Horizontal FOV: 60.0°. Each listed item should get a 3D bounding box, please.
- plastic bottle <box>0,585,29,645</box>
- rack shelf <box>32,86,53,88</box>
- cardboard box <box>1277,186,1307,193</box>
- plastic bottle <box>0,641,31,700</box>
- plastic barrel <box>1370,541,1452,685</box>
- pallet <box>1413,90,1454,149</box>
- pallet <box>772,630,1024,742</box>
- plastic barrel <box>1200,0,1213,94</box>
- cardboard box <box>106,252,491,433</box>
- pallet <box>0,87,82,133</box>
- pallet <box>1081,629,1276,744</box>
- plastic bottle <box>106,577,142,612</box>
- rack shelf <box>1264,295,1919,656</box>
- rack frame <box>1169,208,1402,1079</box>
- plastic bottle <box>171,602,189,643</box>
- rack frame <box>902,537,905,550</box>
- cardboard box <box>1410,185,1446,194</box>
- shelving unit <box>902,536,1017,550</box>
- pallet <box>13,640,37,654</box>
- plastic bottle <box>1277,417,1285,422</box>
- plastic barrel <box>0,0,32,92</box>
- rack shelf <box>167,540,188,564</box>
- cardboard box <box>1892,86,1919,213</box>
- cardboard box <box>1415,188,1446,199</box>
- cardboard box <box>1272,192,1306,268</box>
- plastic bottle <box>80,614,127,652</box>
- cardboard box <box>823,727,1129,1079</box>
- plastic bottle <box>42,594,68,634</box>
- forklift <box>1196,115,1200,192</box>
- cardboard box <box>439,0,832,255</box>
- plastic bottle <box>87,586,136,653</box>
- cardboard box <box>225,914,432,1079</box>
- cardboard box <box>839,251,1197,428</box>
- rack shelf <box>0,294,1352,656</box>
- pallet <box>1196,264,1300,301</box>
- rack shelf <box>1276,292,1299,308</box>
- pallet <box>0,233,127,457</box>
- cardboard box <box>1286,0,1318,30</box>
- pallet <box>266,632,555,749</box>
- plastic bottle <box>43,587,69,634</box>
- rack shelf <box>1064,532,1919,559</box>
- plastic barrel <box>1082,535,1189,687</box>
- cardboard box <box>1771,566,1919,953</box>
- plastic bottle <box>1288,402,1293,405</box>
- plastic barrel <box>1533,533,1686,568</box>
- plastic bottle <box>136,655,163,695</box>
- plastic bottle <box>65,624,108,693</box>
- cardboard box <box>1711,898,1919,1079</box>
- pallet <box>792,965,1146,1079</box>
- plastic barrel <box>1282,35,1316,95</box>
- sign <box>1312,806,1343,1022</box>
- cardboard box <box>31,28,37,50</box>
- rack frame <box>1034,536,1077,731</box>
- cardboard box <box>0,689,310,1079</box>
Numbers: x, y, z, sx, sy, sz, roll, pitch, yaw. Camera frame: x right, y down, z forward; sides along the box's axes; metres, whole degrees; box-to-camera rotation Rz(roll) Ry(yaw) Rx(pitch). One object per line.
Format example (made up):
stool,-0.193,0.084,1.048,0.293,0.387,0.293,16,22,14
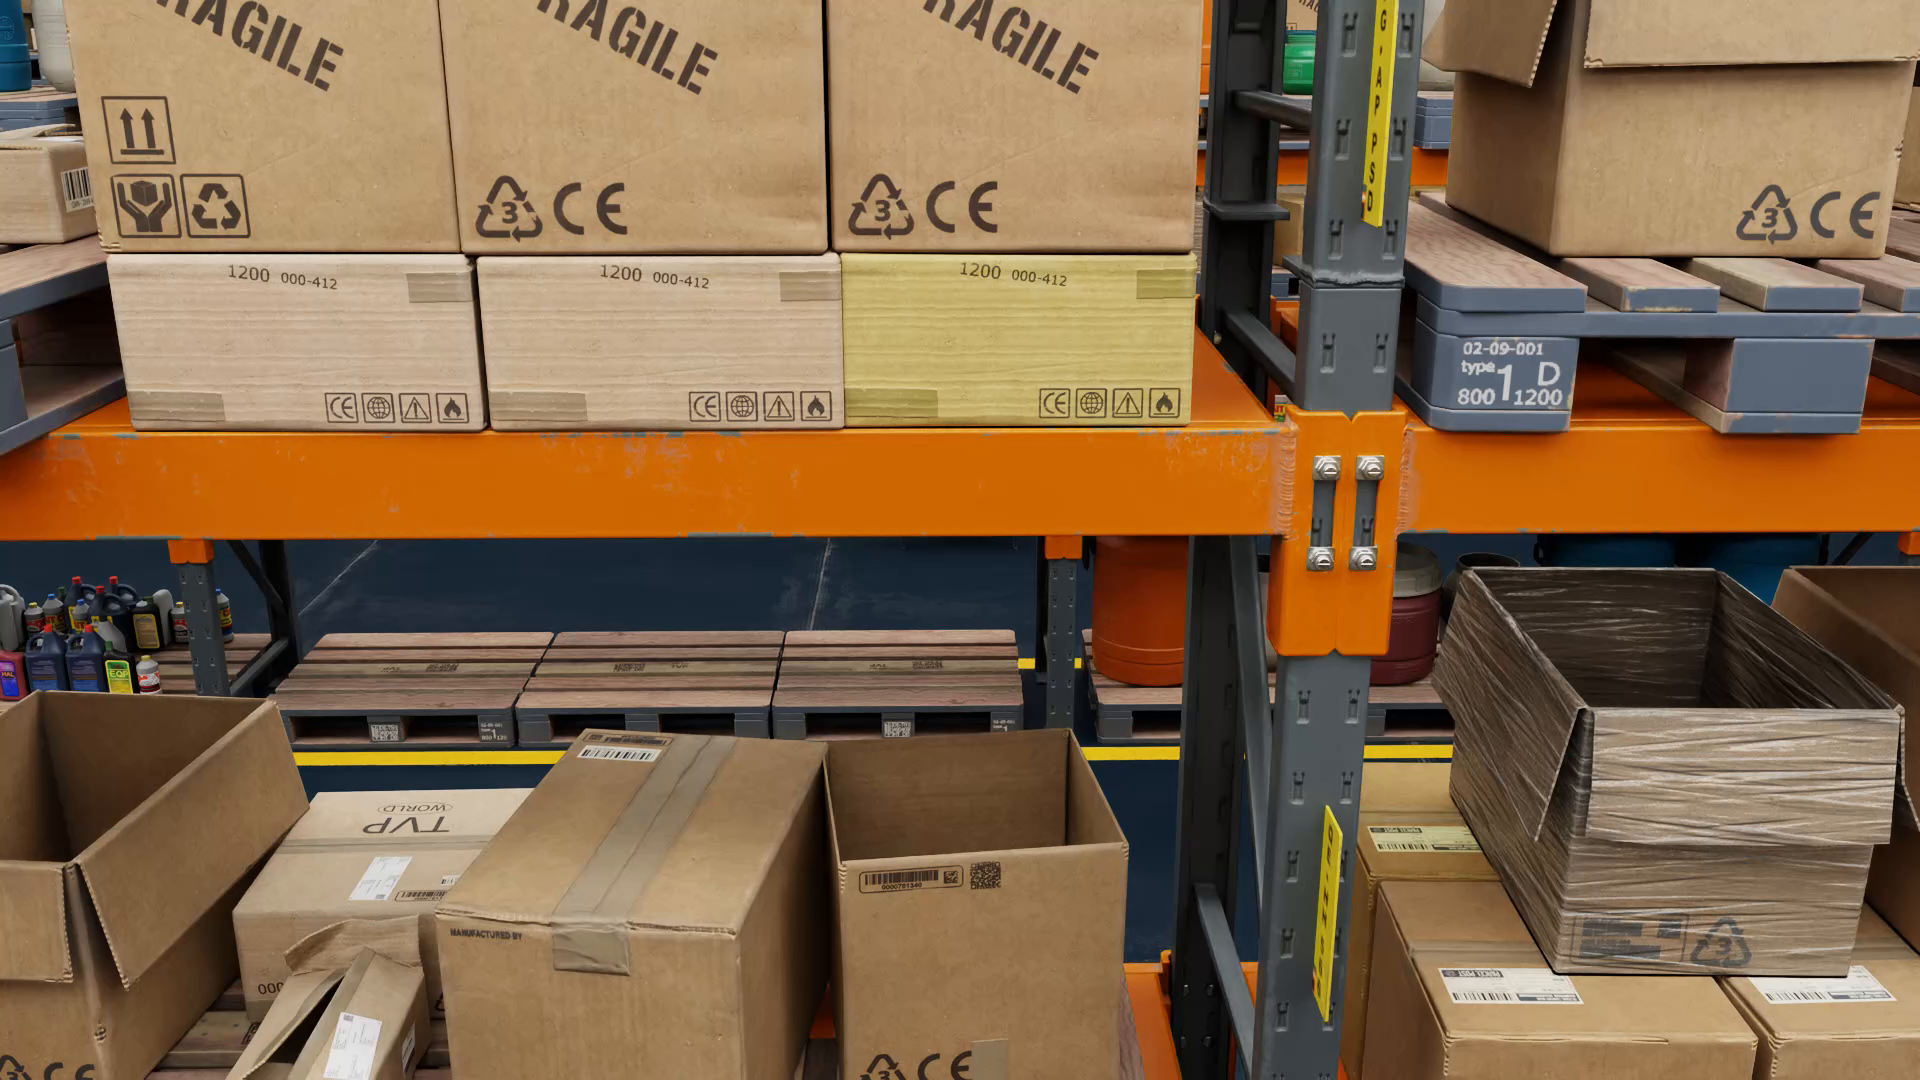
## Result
plastic bottle,-4.957,0.364,8.619,0.185,0.351,0.144,0,18,-1
rack shelf,-5.604,-3.157,12.246,4.000,0.370,1.077,0,18,-1
cardboard box,3.346,-3.747,17.133,0.500,0.500,0.500,0,18,0
plastic bottle,-4.523,0.621,7.926,0.133,0.283,0.061,1,18,3
plastic barrel,2.088,0.348,8.313,0.708,0.588,0.600,0,18,-1
pallet,2.553,-1.905,7.474,1.213,0.211,1.003,0,18,-1
pallet,-0.305,0.732,8.419,1.213,0.211,1.003,0,18,-1
plastic barrel,1.038,-2.422,7.386,0.708,0.830,0.600,0,18,-1
cardboard box,-0.921,-0.346,2.551,0.500,0.250,0.500,0,18,1
pallet,-4.249,-1.873,7.375,1.003,0.211,1.213,0,18,-1
pallet,1.258,0.724,8.445,1.213,0.211,1.003,0,18,-1
plastic bottle,-4.343,0.361,8.628,0.185,0.351,0.144,0,18,1
rack shelf,2.548,-0.170,2.934,4.000,0.370,1.077,0,18,-1
rack frame,0.548,0.925,3.252,0.127,3.000,1.000,0,18,-1
plastic bottle,-4.058,0.424,8.678,0.097,0.201,0.097,0,18,0
rack frame,-0.373,-0.712,10.813,0.023,1.500,0.400,0,18,-1
cardboard box,4.856,-3.773,17.407,0.700,0.700,0.980,0,18,0
shelving unit,-0.007,-0.714,10.818,0.755,1.500,0.431,0,18,-1
pallet,-5.424,0.757,8.342,1.213,0.211,1.003,0,18,-1
plastic bottle,1.505,-0.424,7.650,0.133,0.283,0.061,0,18,-1
plastic barrel,-4.526,-2.463,7.396,0.708,0.901,0.600,0,18,-1
rack shelf,-5.529,-0.216,7.988,4.000,0.370,1.077,0,18,-1
cardboard box,2.019,-0.807,2.889,0.500,0.500,0.500,1,18,2
cardboard box,3.918,-2.433,12.871,0.500,0.500,0.700,-6,19,-19
cardboard box,2.630,-2.340,12.579,0.500,0.500,0.700,-5,18,-15
plastic bottle,-4.171,0.531,8.098,0.185,0.351,0.144,0,18,-1
cardboard box,0.009,0.693,3.127,0.500,0.500,0.500,-2,18,-8
plastic bottle,-4.678,0.412,8.600,0.097,0.271,0.097,0,18,0
forklift,1.465,-2.952,15.451,1.130,2.935,3.031,-8,19,-22
cardboard box,-0.437,-0.704,2.439,0.500,0.500,0.500,0,18,-1
plastic bottle,-4.341,0.405,8.491,0.185,0.351,0.144,0,18,-1
cardboard box,-1.115,0.880,2.927,0.258,0.266,0.396,-1,18,-2
cardboard box,0.077,-0.354,2.576,0.500,0.250,0.500,0,18,-1
rack shelf,-1.451,-0.151,2.874,4.000,0.370,1.077,0,18,-1
pallet,2.340,-2.020,12.747,1.213,0.211,1.003,0,18,-1
rack shelf,2.395,-1.767,12.824,4.000,0.370,1.077,0,18,-1
pallet,-1.795,-0.371,2.689,1.003,0.211,1.213,0,18,-1
cardboard box,2.557,-3.856,12.231,0.600,0.600,0.600,-1,18,-3
pallet,-2.745,0.744,8.383,1.213,0.211,1.003,0,18,-1
plastic bottle,-4.698,0.382,8.673,0.133,0.283,0.061,1,18,2
rack shelf,2.470,-0.254,8.108,4.000,0.370,1.077,0,18,-1
plastic barrel,0.959,0.238,8.259,0.708,0.830,0.600,0,18,-1
cardboard box,1.931,0.399,3.087,0.637,0.503,0.797,0,18,0
plastic bottle,1.701,-0.623,8.406,0.097,0.201,0.097,0,18,0
plastic barrel,3.217,0.193,8.282,0.708,0.901,0.600,0,18,-1
plastic bottle,-3.887,0.652,7.966,0.097,0.201,0.097,0,18,0
plastic bottle,-4.169,0.575,7.961,0.185,0.351,0.144,-1,18,-2
cardboard box,1.554,0.955,2.995,0.500,0.500,0.500,-1,18,-2
pallet,-0.163,1.053,3.169,1.003,0.211,1.213,0,18,-1
plastic barrel,1.533,-2.077,7.266,0.294,0.245,0.294,0,18,0
sign,0.566,0.577,2.571,0.005,0.325,0.100,0,18,-1
cardboard box,-6.424,-3.589,11.908,0.250,0.149,0.380,0,18,-1
rack frame,0.470,-0.587,7.968,0.127,3.000,1.000,0,18,-1
cardboard box,-1.719,0.659,3.226,0.637,0.503,0.797,2,18,5
